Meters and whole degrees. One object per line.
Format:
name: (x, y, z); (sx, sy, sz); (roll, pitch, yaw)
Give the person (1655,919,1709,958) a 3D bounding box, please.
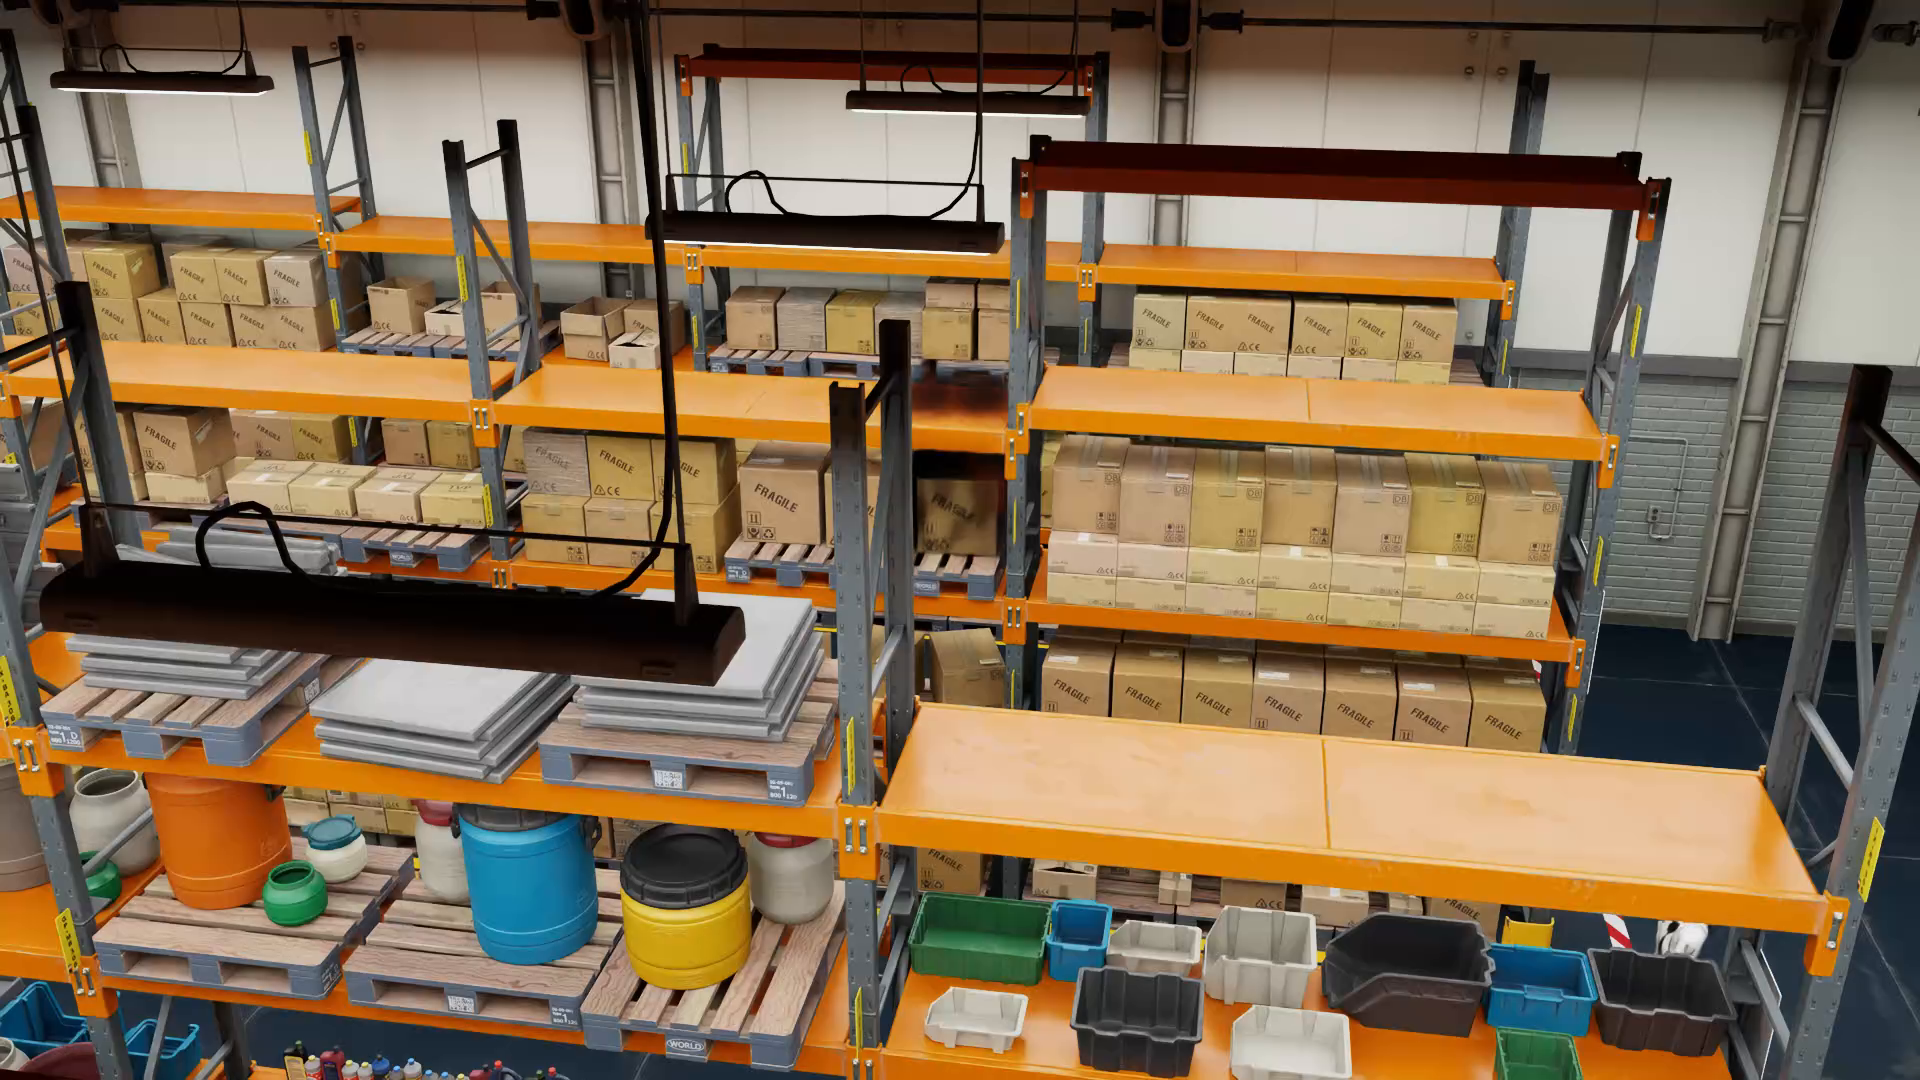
person: (4.826, 2.951, 11.287); (0.996, 1.640, 0.506); (2, 23, 6)
